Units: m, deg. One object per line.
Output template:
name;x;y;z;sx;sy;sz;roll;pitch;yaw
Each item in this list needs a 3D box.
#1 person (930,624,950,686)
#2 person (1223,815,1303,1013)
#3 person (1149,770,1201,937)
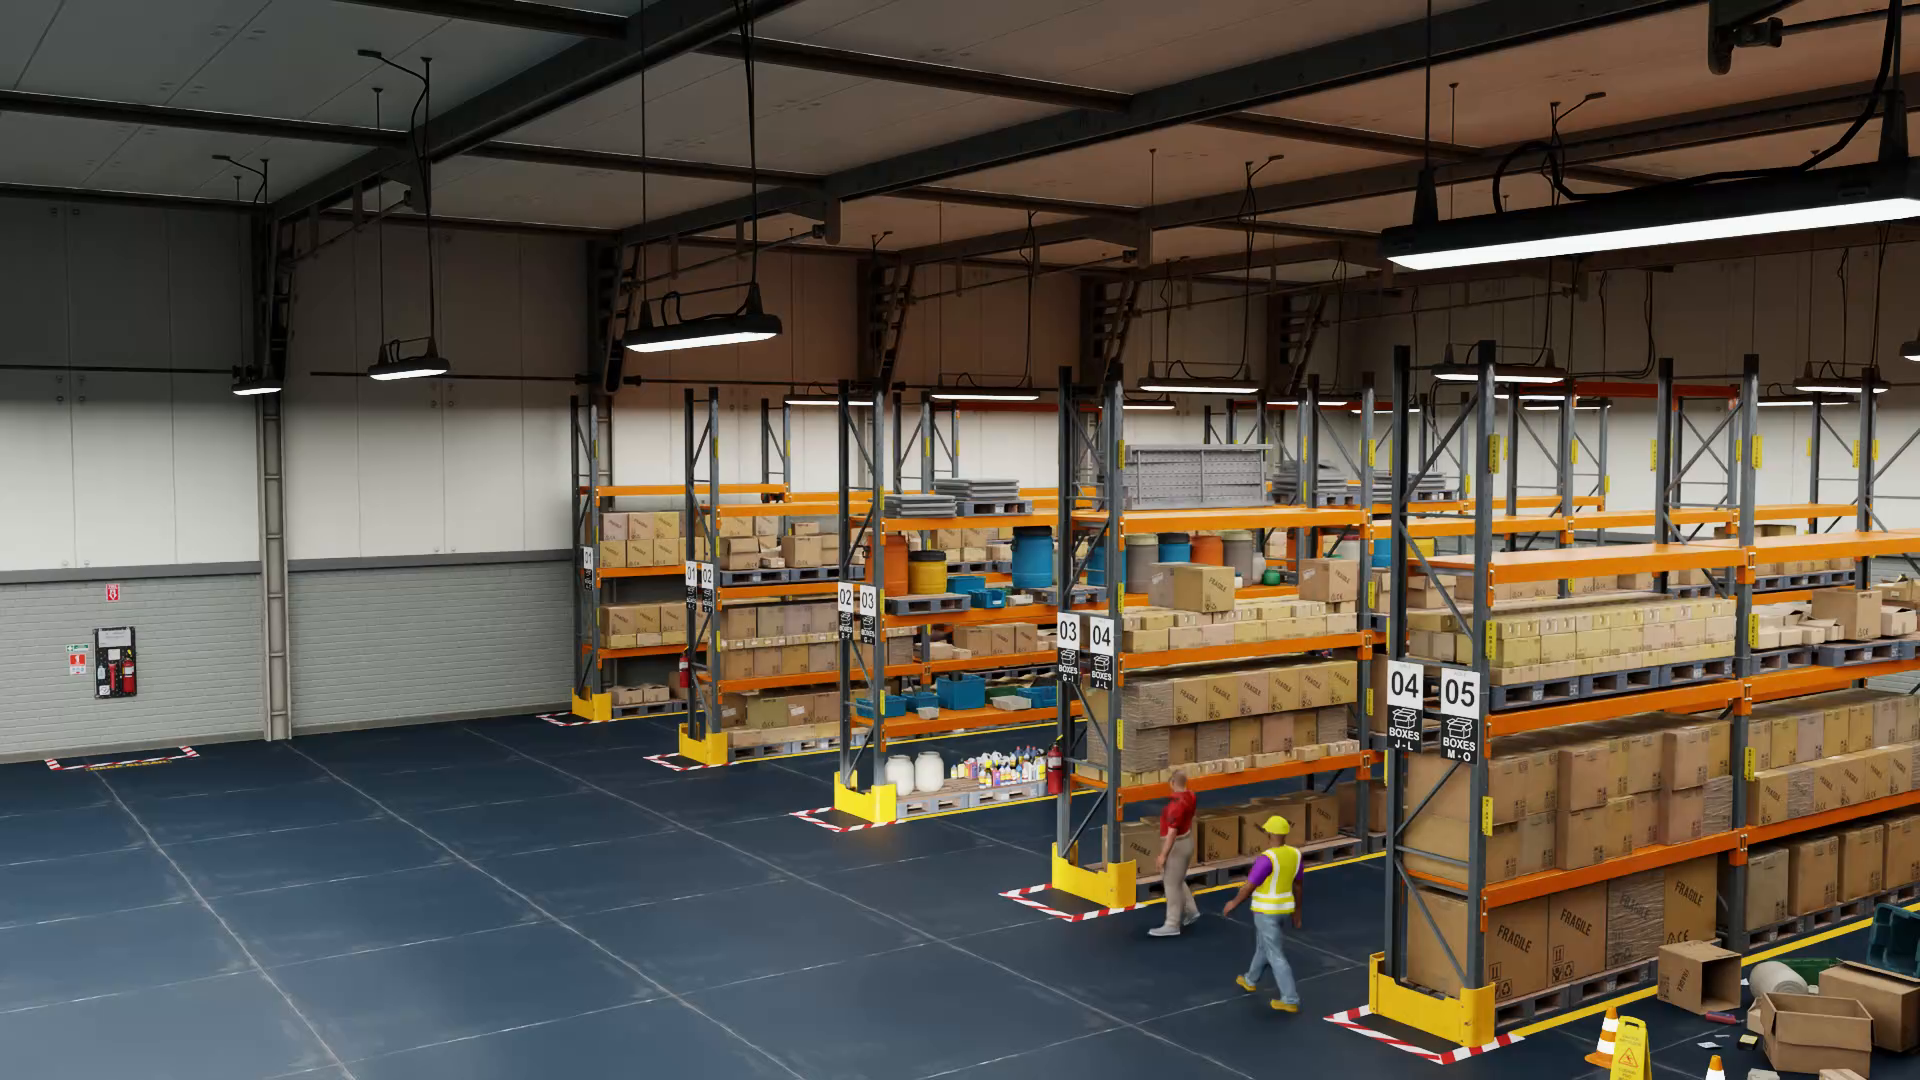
person;-0.494;2.375;31.718;0.627;1.795;0.651;-3;5;-42
person;2.783;3.365;15.225;0.659;1.718;0.965;-3;4;-38
person;2.265;3.257;17.431;0.492;1.751;0.656;1;4;16
